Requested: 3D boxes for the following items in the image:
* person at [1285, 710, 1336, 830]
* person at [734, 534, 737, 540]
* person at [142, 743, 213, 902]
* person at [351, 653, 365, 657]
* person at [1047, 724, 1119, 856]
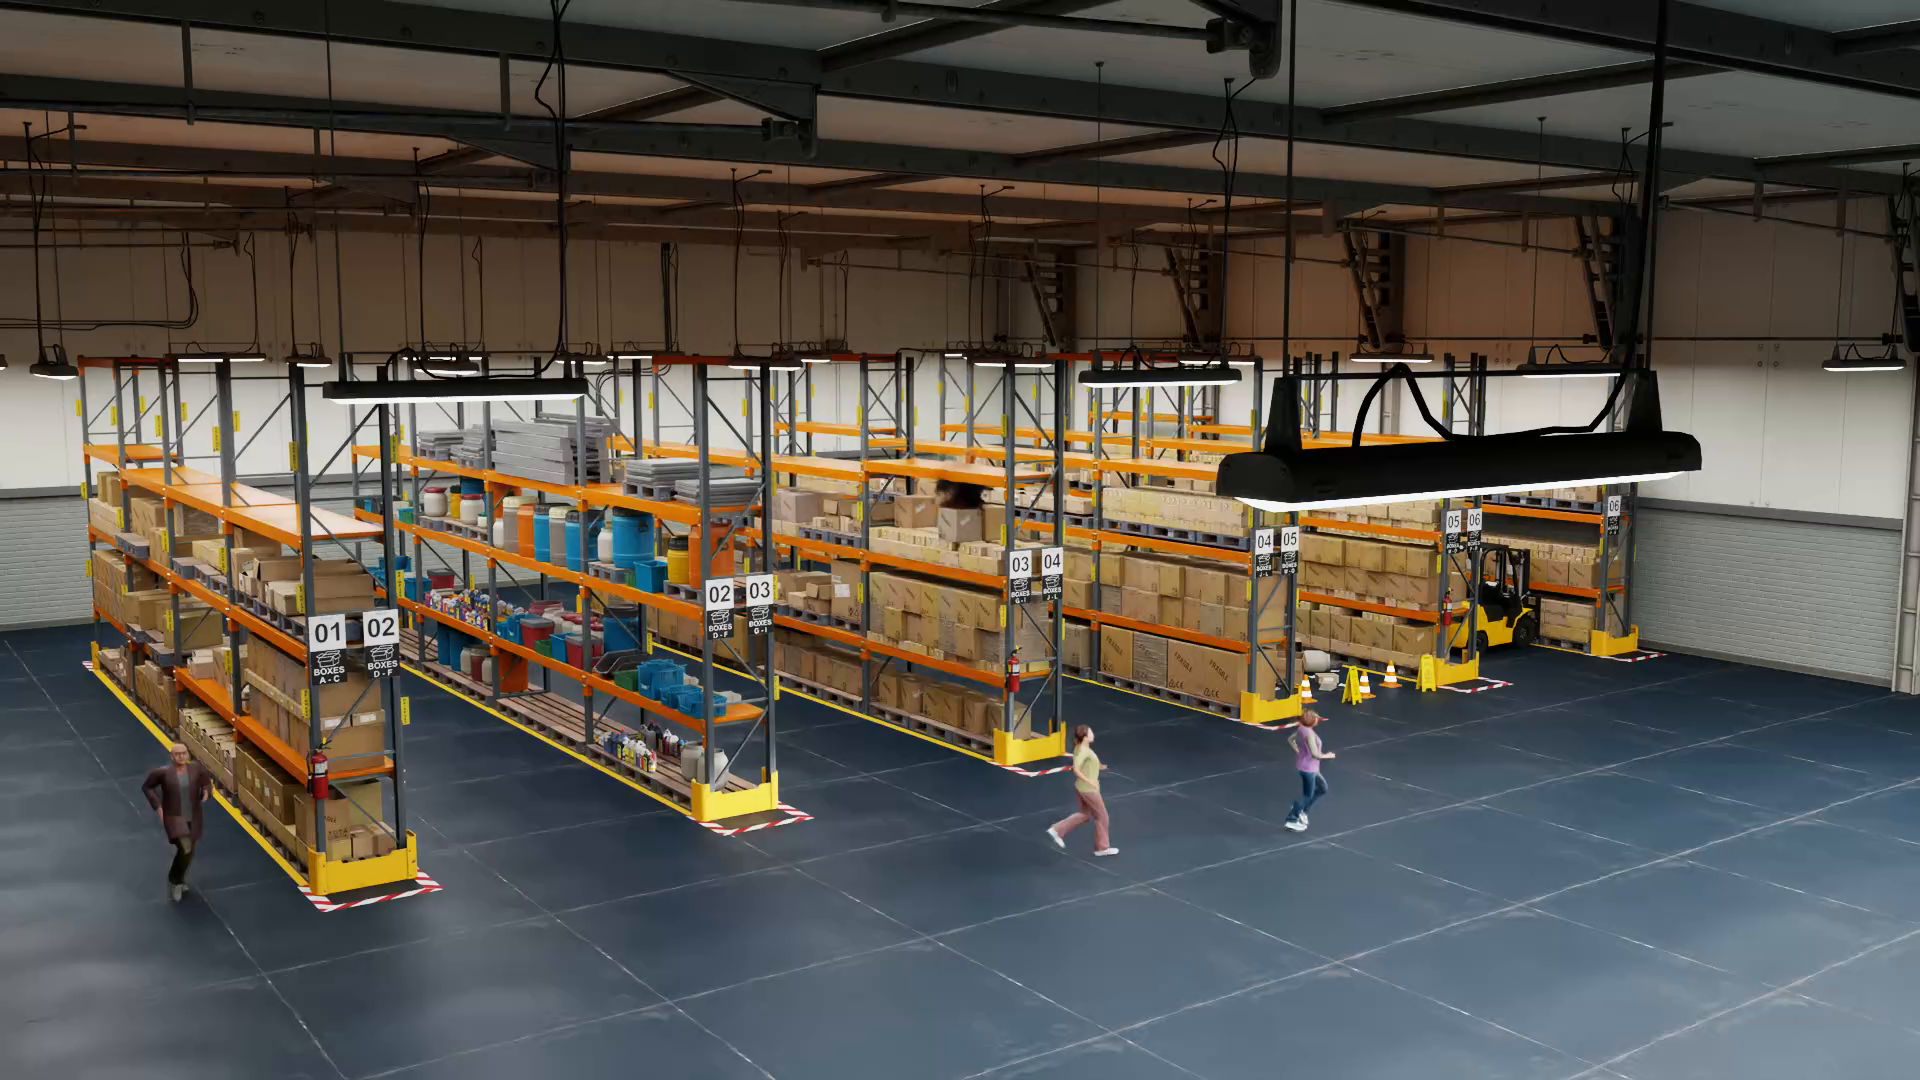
[{"bbox_3d":[4.518,2.951,21.422,0.638,1.570,0.518,0,7,1],"label":"person"},{"bbox_3d":[-5.675,0.622,40.204,0.783,1.694,0.779,3,7,20],"label":"person"},{"bbox_3d":[-8.790,3.187,18.843,0.773,1.798,0.671,6,9,42],"label":"person"},{"bbox_3d":[-10.213,2.096,27.606,0.700,1.729,0.796,-6,9,-39],"label":"person"},{"bbox_3d":[1.516,3.055,20.312,0.875,1.642,0.590,-1,7,-8],"label":"person"}]
